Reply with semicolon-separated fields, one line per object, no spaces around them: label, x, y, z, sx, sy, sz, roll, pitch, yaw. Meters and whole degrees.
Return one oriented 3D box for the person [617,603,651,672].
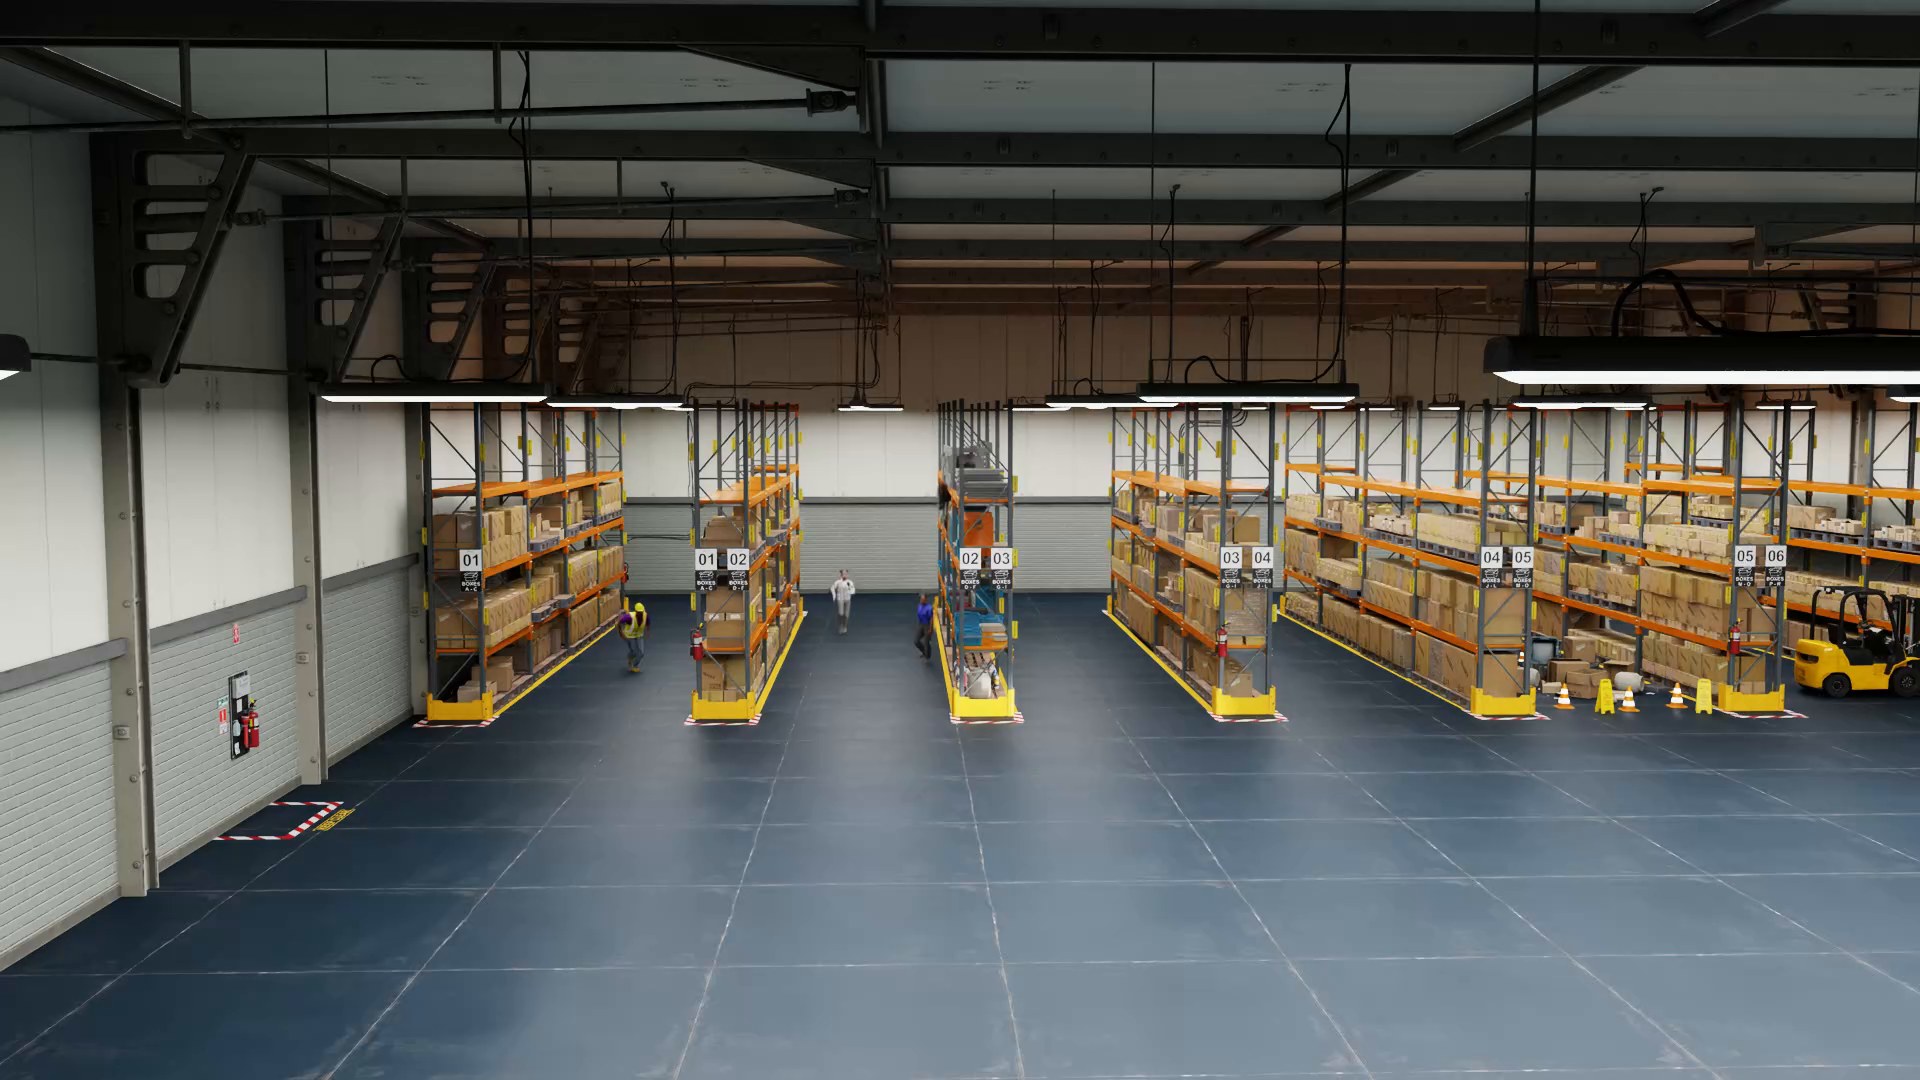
person;-7.212;2.156;36.768;0.730;1.565;0.924;-2;5;-30

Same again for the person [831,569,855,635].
person;-3.017;1.606;43.142;0.585;1.718;0.695;-1;4;-13

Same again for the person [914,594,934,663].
person;-0.798;2.022;38.251;0.615;1.625;0.530;3;5;37

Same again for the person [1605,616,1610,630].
person;16.528;1.593;43.024;0.667;1.774;0.992;0;4;-6
